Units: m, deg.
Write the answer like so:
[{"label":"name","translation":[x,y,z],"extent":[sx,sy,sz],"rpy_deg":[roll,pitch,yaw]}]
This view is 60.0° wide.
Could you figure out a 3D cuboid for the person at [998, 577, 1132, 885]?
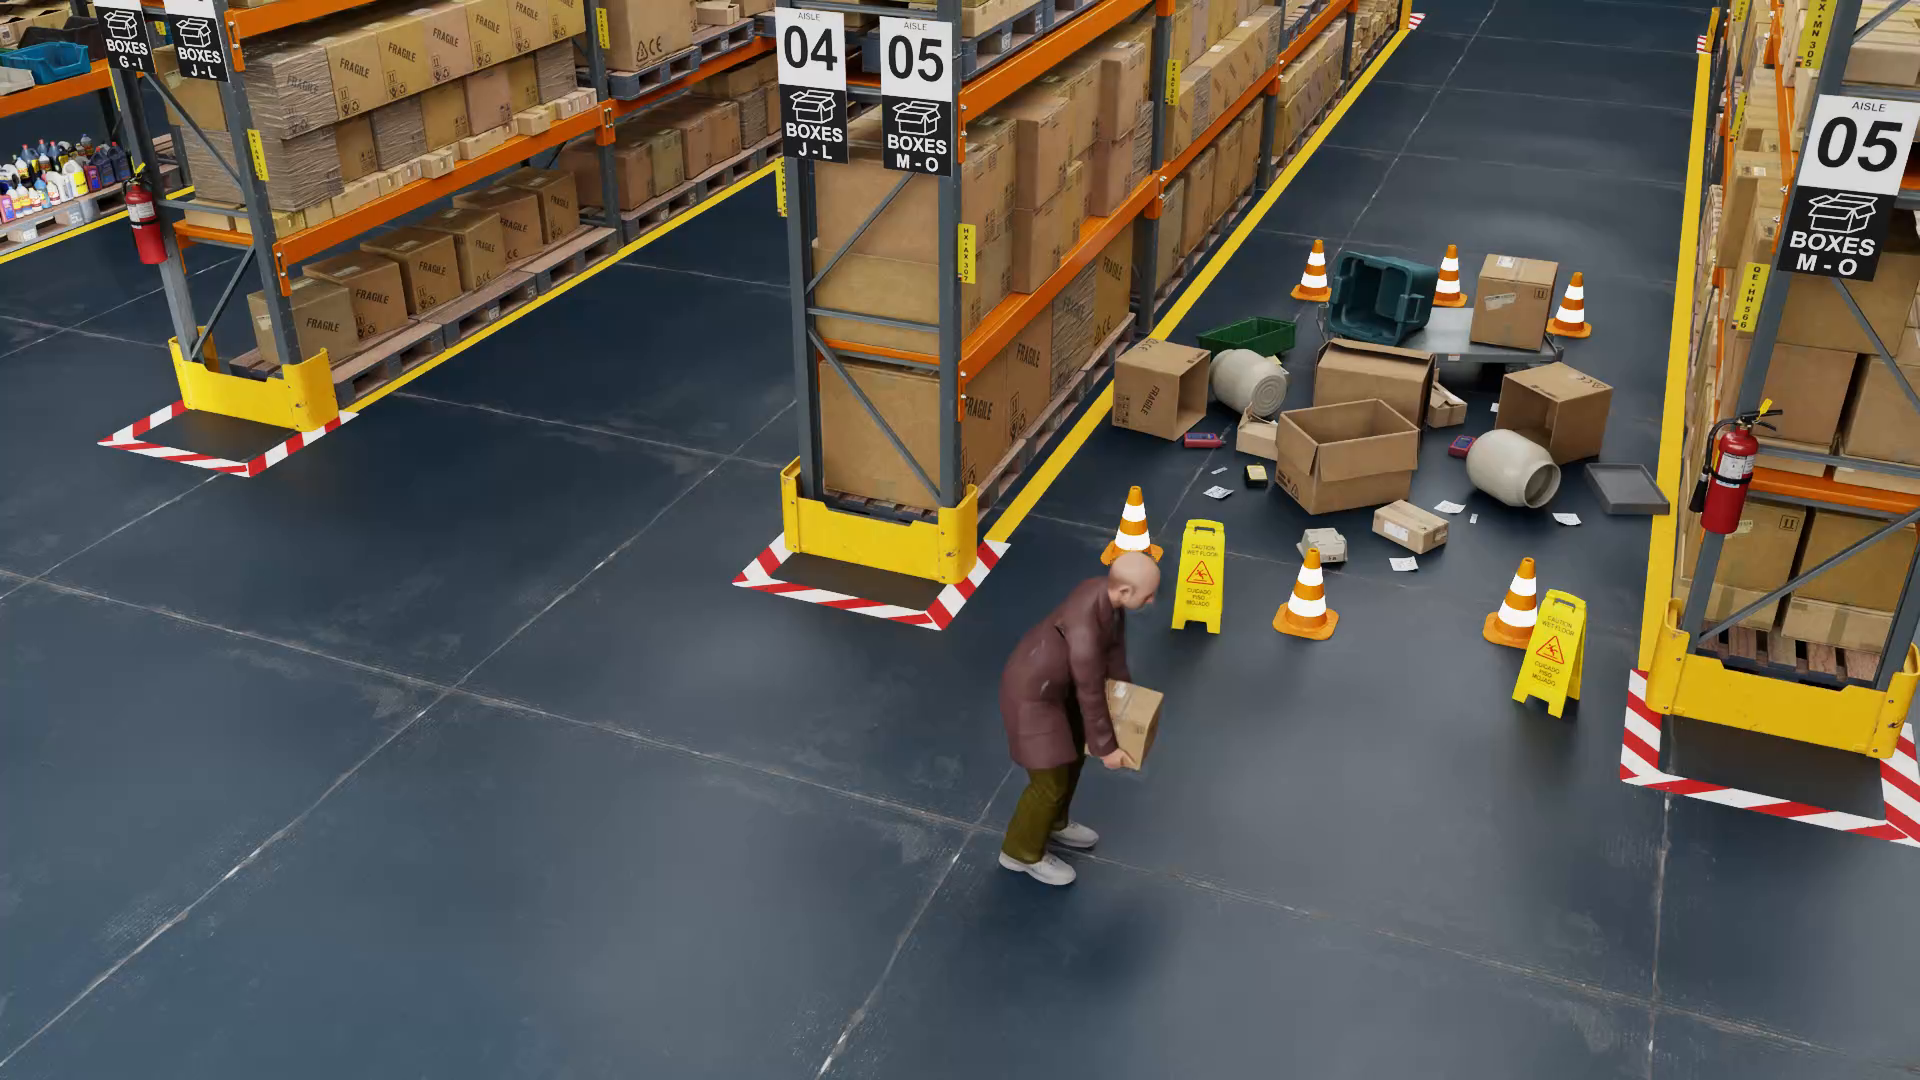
[{"label":"person","translation":[0.456,0.806,7.267],"extent":[0.570,1.504,0.546],"rpy_deg":[11,31,18]}]
